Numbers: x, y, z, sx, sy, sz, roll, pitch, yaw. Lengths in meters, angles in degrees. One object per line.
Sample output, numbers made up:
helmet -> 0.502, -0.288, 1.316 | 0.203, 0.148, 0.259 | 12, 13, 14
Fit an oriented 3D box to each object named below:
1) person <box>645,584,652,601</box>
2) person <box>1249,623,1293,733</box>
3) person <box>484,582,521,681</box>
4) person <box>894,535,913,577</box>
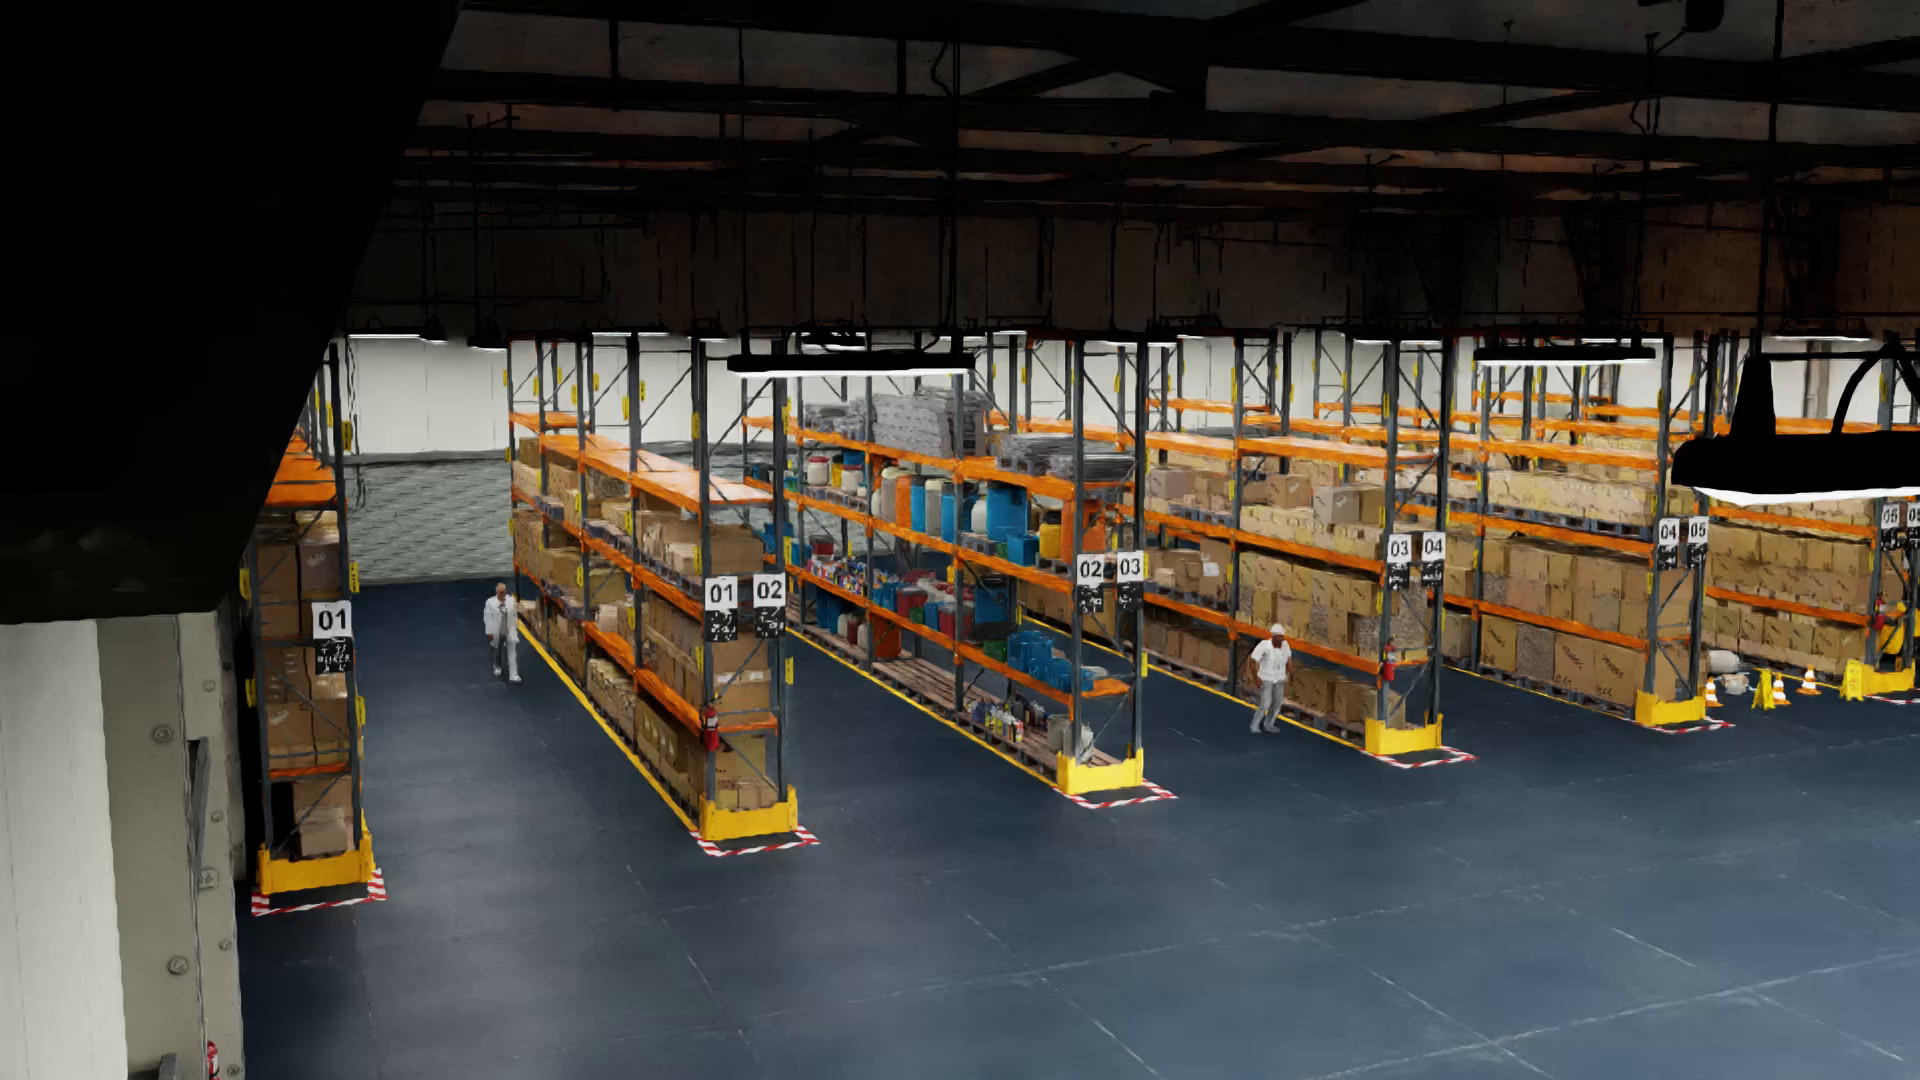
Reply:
person -> -6.611, 0.644, 35.968 | 0.639, 1.632, 0.506 | -4, 9, -25
person -> 4.699, 2.088, 25.080 | 0.719, 1.714, 0.572 | -4, 9, -24
person -> -7.925, 1.566, 28.769 | 0.585, 1.698, 1.193 | -3, 8, -20
person -> -1.360, 0.069, 40.090 | 0.501, 1.640, 0.598 | 5, 9, 33
